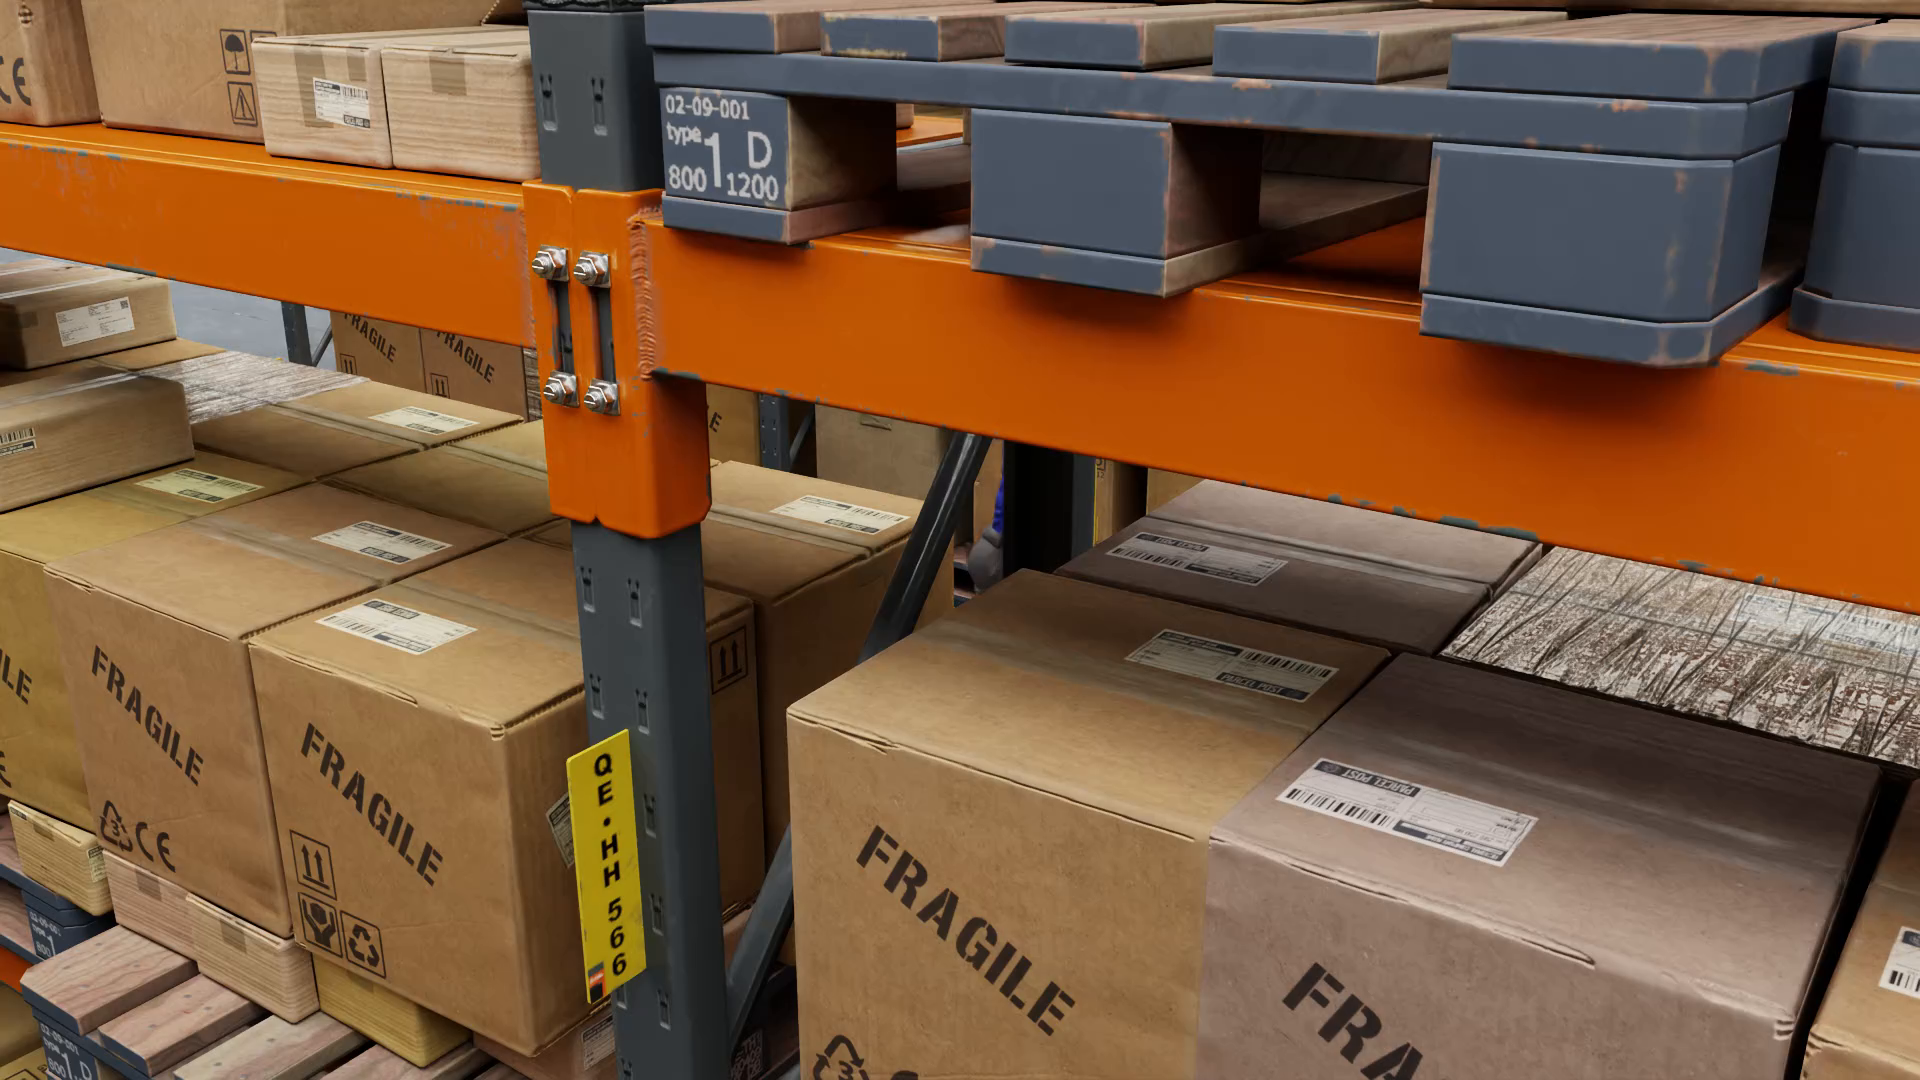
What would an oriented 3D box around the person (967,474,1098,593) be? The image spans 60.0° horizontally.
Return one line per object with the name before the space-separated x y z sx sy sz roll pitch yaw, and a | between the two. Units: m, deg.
person | 0.337 0.111 6.576 0.556 1.465 0.490 13 24 33
